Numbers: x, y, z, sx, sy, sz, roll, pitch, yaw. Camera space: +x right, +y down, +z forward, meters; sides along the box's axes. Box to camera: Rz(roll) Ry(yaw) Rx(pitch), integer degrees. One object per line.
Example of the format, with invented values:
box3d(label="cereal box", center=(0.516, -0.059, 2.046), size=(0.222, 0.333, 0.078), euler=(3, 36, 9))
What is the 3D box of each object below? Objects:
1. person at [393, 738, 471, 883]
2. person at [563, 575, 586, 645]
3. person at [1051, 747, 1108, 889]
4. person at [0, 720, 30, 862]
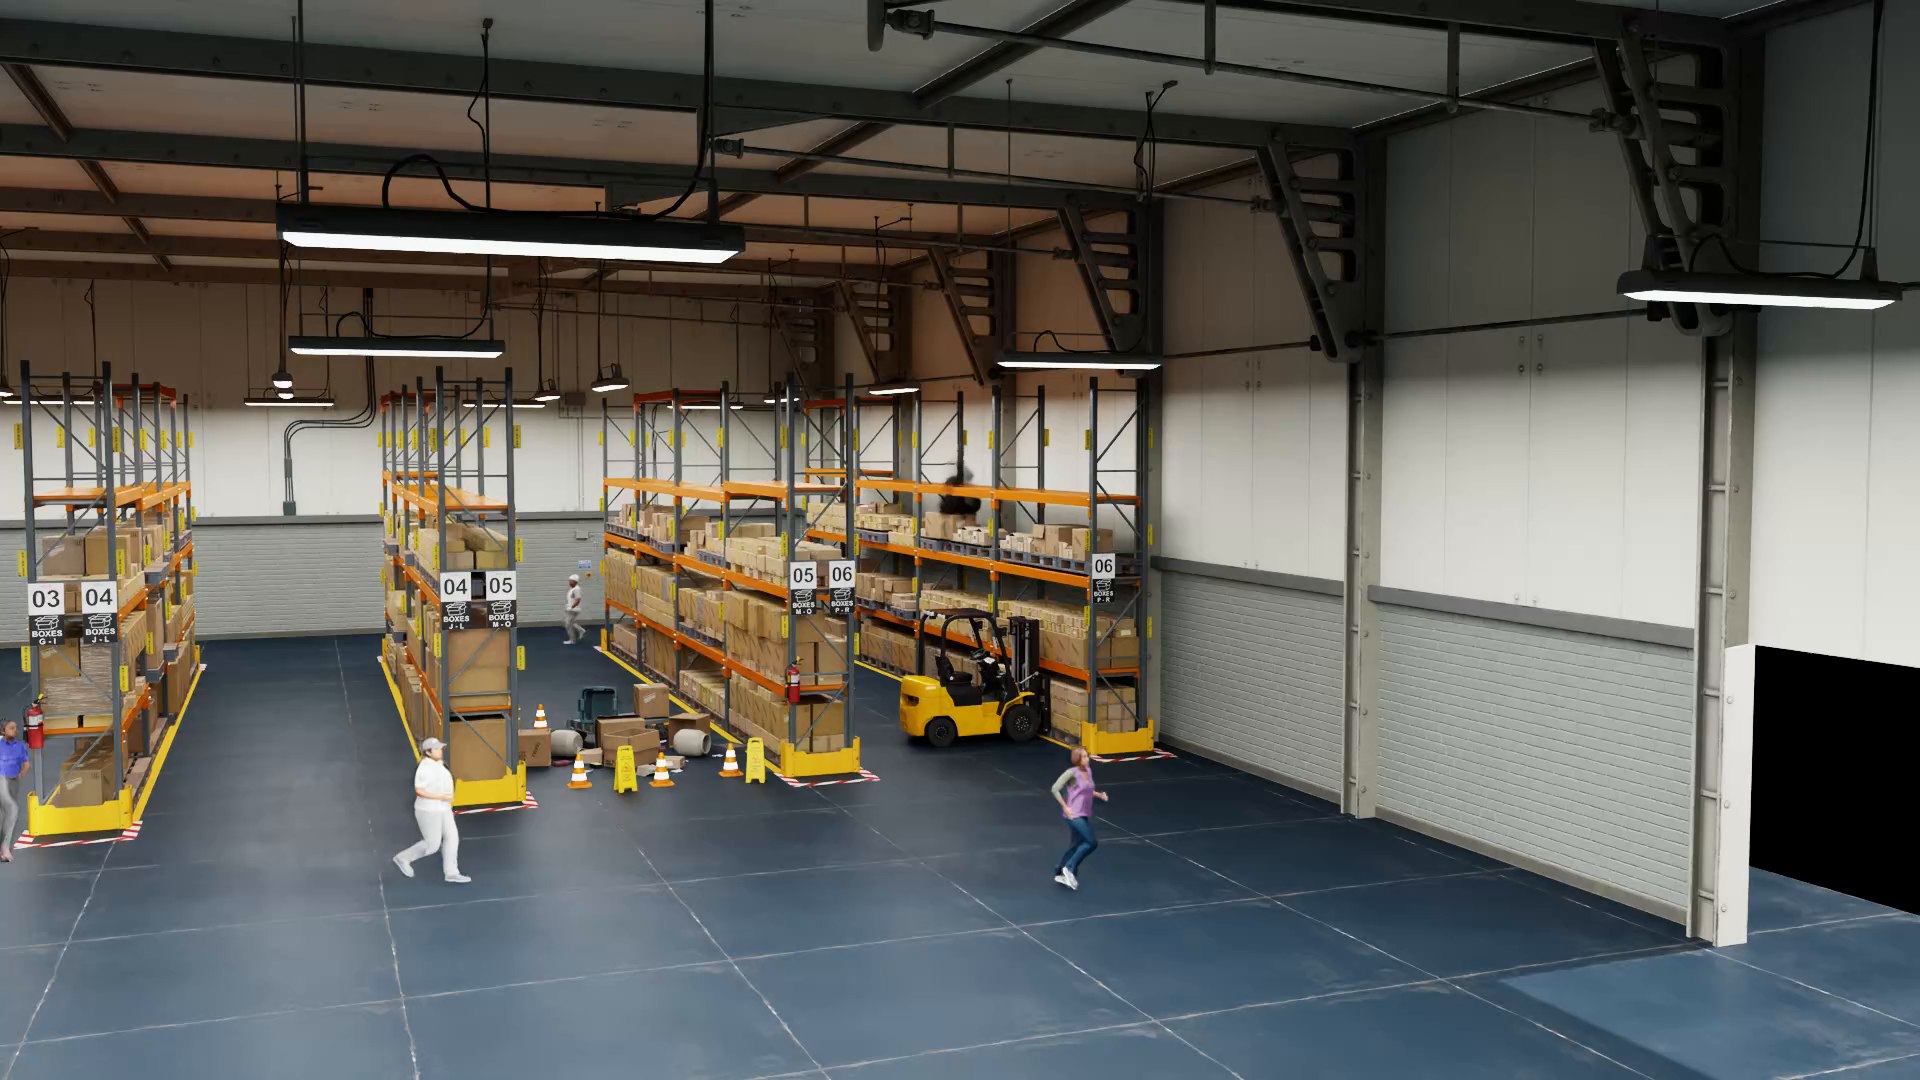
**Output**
box3d(label="person", center=(-5.936, 3.040, 18.705), size=(0.848, 1.642, 0.618), euler=(0, 3, 6))
box3d(label="person", center=(-9.377, 1.704, 40.594), size=(0.565, 1.733, 0.751), euler=(-2, 4, -25))
box3d(label="person", center=(1.344, 3.092, 18.551), size=(0.631, 1.578, 0.512), euler=(2, 4, 31))
box3d(label="person", center=(-11.452, 2.969, 19.964), size=(0.674, 1.604, 0.571), euler=(1, 4, 23))
